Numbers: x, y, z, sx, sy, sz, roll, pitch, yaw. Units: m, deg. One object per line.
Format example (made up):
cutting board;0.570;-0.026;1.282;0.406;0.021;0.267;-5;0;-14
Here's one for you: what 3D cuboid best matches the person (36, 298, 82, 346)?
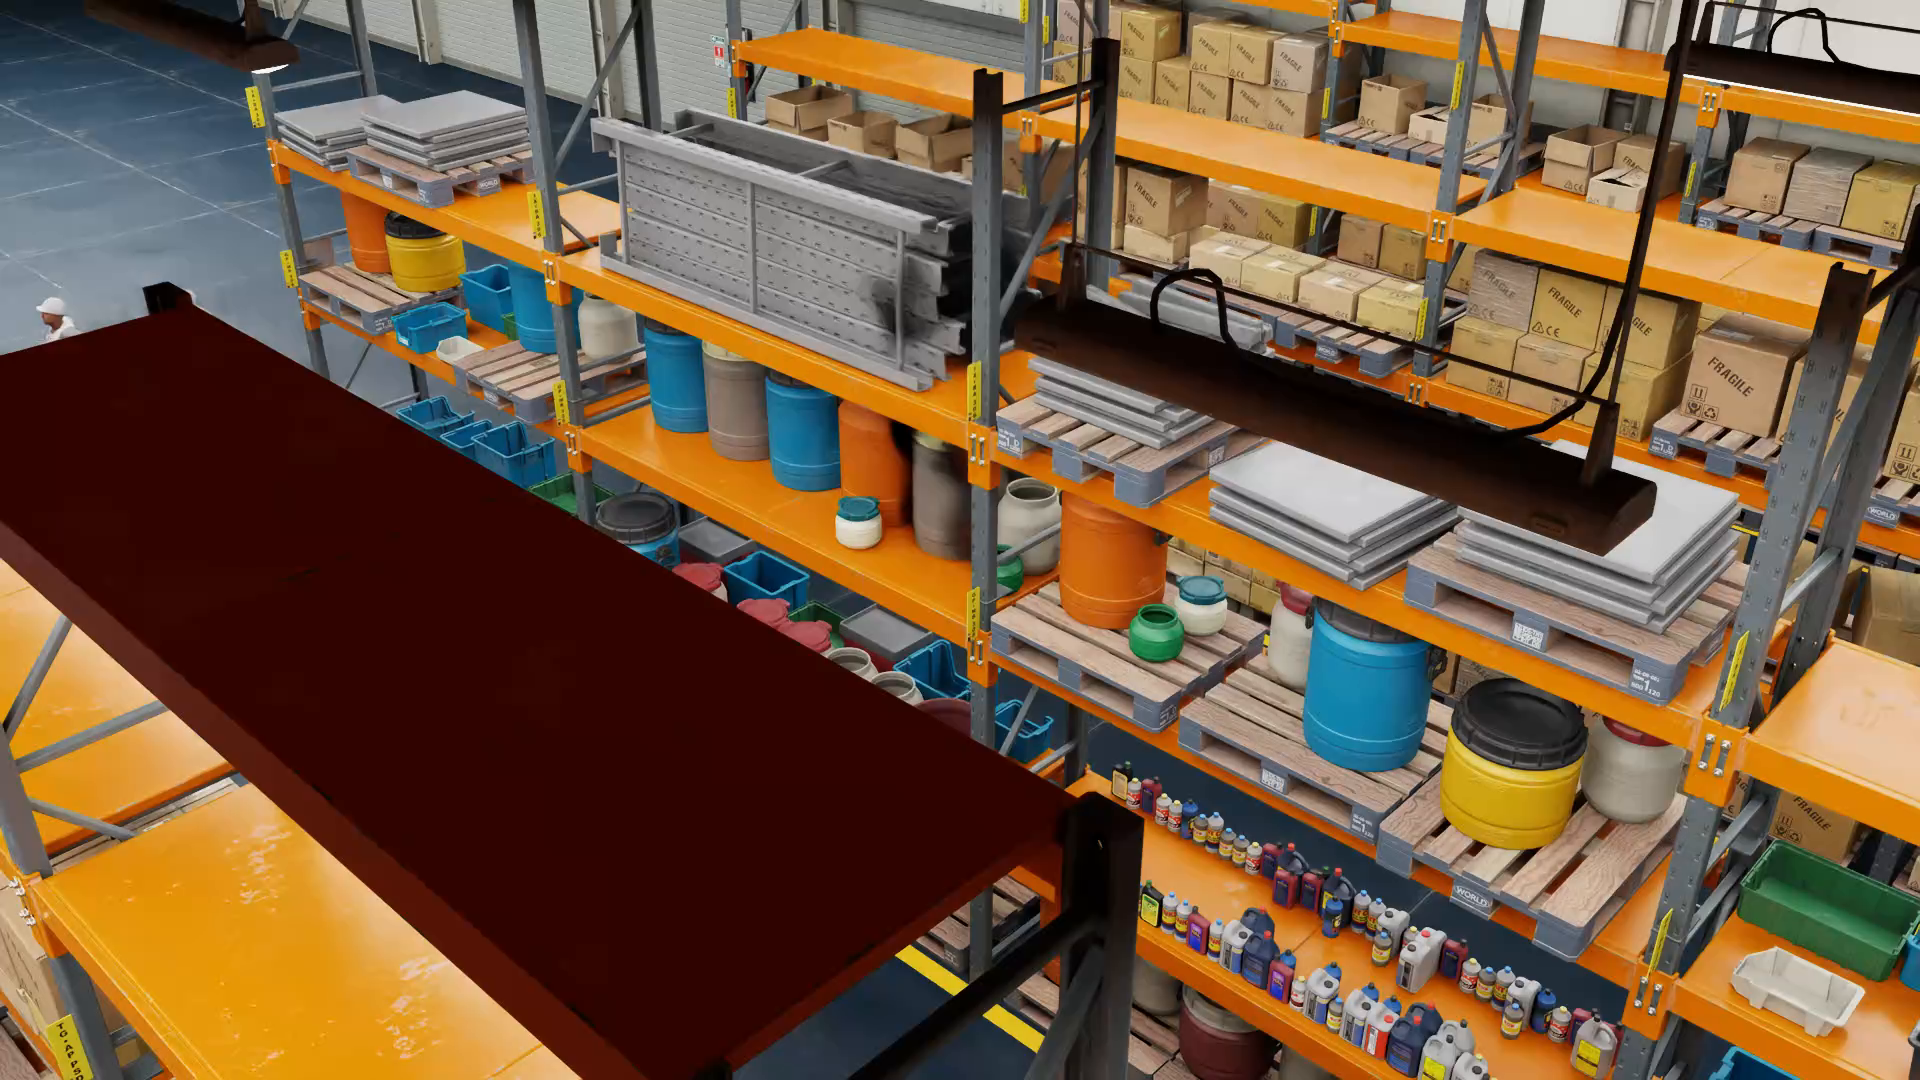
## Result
person;-9.244;-1.702;17.434;0.909;1.814;0.657;-12;32;-21
